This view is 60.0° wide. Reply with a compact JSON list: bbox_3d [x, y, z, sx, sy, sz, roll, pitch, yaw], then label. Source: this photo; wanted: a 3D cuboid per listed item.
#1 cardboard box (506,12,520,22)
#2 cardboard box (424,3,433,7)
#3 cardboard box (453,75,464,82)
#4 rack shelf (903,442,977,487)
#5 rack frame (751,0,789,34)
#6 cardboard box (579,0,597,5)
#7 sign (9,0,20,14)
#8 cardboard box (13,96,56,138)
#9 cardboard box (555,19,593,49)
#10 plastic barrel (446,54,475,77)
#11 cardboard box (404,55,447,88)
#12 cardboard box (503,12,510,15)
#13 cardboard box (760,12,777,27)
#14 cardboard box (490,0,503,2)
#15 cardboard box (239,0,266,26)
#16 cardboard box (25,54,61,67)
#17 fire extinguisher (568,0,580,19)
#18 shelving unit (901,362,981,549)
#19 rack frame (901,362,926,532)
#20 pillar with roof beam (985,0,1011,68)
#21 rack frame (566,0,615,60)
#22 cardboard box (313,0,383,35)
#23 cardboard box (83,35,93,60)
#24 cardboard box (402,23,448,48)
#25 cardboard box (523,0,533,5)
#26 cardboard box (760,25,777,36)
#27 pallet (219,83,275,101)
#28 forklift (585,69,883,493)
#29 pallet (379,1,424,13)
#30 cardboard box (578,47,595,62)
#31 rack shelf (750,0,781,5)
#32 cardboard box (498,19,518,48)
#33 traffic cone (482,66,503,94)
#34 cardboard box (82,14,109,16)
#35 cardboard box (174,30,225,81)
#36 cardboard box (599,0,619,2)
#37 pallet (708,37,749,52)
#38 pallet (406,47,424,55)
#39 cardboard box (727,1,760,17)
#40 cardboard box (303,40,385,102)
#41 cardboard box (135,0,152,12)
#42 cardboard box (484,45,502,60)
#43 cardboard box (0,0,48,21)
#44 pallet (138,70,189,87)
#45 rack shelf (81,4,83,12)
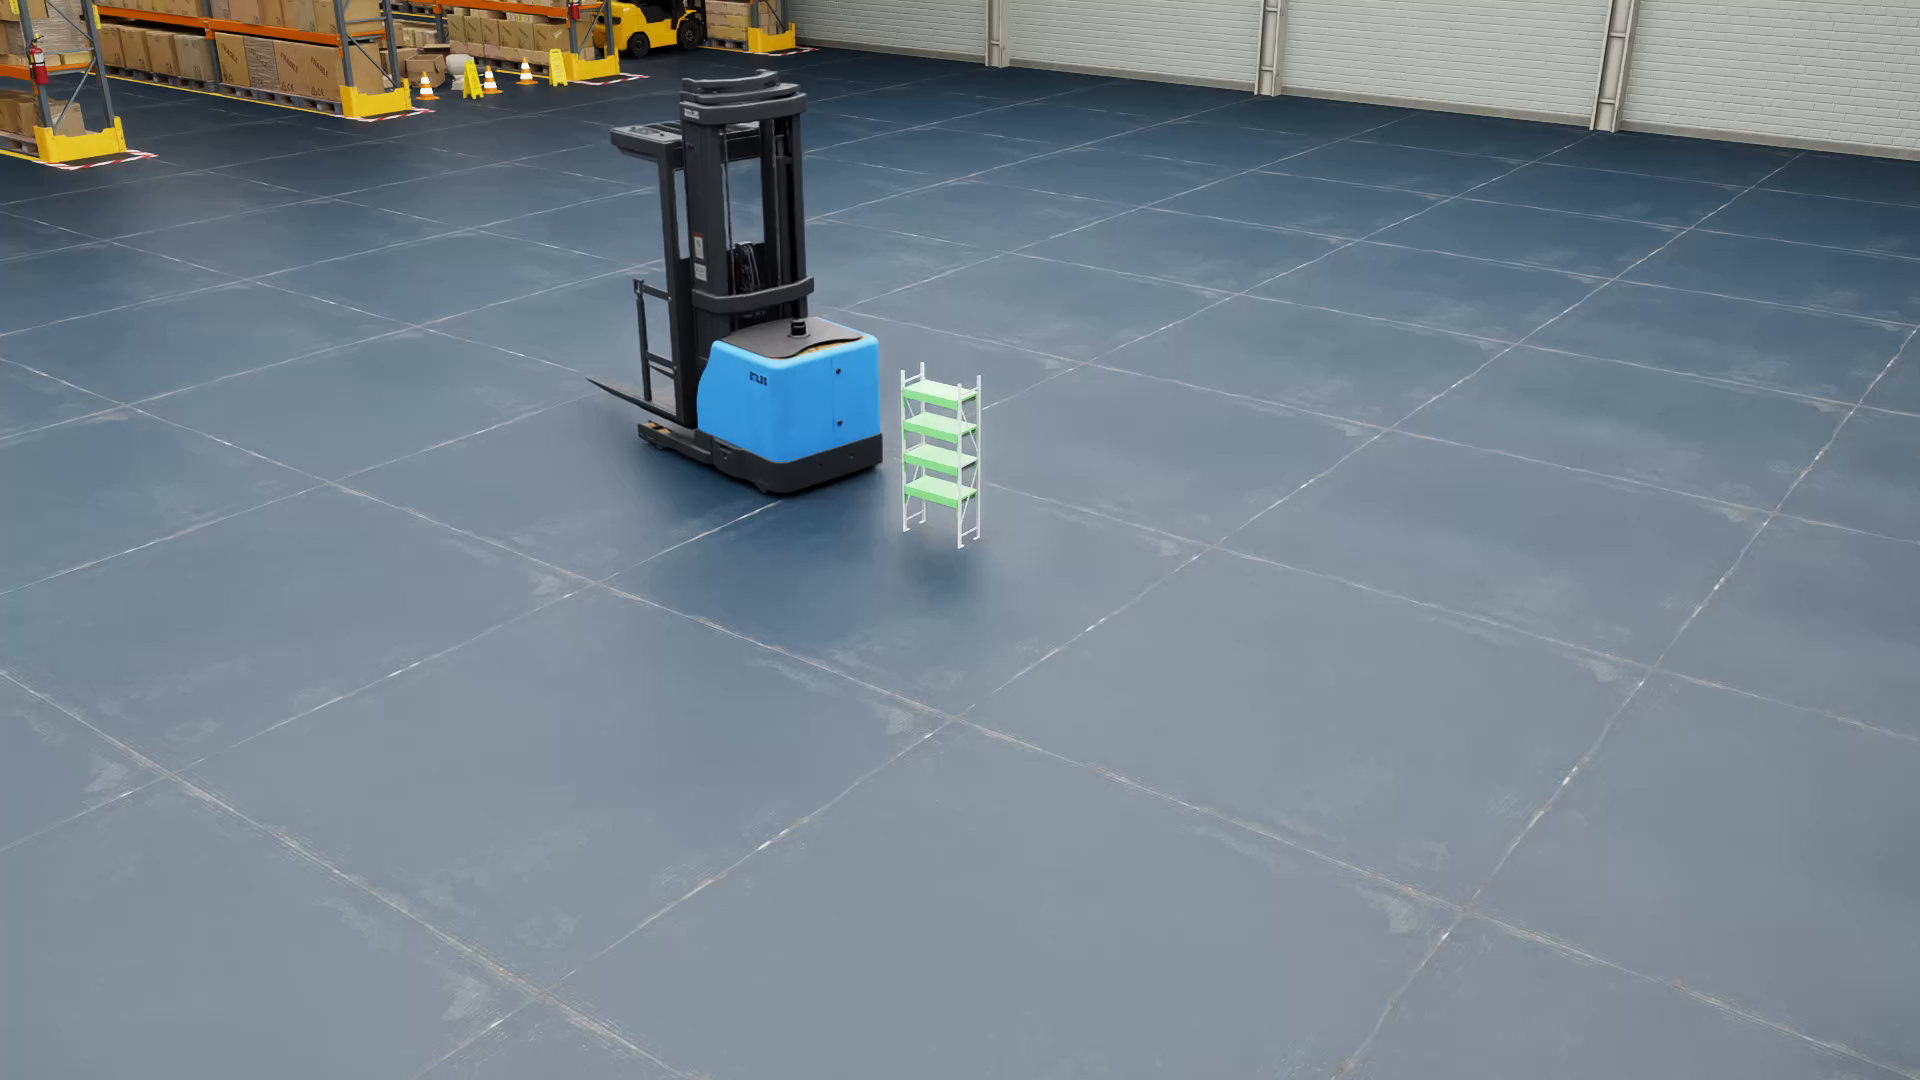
[{"bbox_3d":[-8.544,-10.133,32.182,0.250,0.149,0.380,18,30,35],"label":"cardboard box"},{"bbox_3d":[-12.947,-13.494,41.234,0.500,0.500,0.500,16,29,33],"label":"cardboard box"},{"bbox_3d":[-9.263,-8.617,31.122,0.380,0.149,0.250,-10,26,-21],"label":"cardboard box"},{"bbox_3d":[-0.132,-0.531,11.625,0.480,0.148,0.258,17,29,33],"label":"rack shelf"},{"bbox_3d":[-4.029,-11.859,34.944,0.127,3.000,1.000,17,29,33],"label":"rack frame"},{"bbox_3d":[-7.151,-10.290,31.696,0.250,0.149,0.380,17,29,33],"label":"cardboard box"},{"bbox_3d":[-13.295,-7.559,23.358,0.005,0.325,0.100,17,29,33],"label":"sign"},{"bbox_3d":[-13.935,-6.397,25.128,0.500,0.500,0.500,-17,29,-34],"label":"cardboard box"},{"bbox_3d":[-7.502,-9.823,32.284,0.500,0.500,0.500,16,28,32],"label":"cardboard box"},{"bbox_3d":[-9.564,-9.088,31.852,0.512,0.421,0.421,-5,24,-12],"label":"plastic barrel"},{"bbox_3d":[-9.927,-8.722,30.921,0.637,0.503,0.797,-1,24,-3],"label":"cardboard box"},{"bbox_3d":[-9.161,-10.322,33.415,0.500,0.500,0.500,17,29,34],"label":"cardboard box"},{"bbox_3d":[-4.281,-11.202,35.723,0.500,0.250,0.500,17,29,34],"label":"cardboard box"},{"bbox_3d":[-8.908,-10.565,32.319,0.250,0.149,0.380,17,29,33],"label":"cardboard box"},{"bbox_3d":[-11.974,-9.291,28.931,0.550,0.550,0.875,17,29,33],"label":"cardboard box"},{"bbox_3d":[-13.298,-6.946,24.107,0.250,0.149,0.380,17,29,33],"label":"cardboard box"},{"bbox_3d":[-7.188,-10.044,30.923,0.183,0.674,0.296,17,29,33],"label":"fire extinguisher"},{"bbox_3d":[-0.132,-0.589,11.599,0.503,1.200,0.258,17,29,33],"label":"shelving unit"},{"bbox_3d":[-0.328,-0.648,11.733,0.015,1.200,0.240,17,29,33],"label":"rack frame"},{"bbox_3d":[-1.826,-12.223,28.331,0.400,9.000,9.100,17,29,33],"label":"pillar with roof beam"},{"bbox_3d":[-7.003,-10.256,31.307,0.127,3.000,1.000,17,29,33],"label":"rack frame"},{"bbox_3d":[-10.215,-8.778,27.768,0.550,0.550,0.875,17,29,33],"label":"cardboard box"},{"bbox_3d":[-16.976,-9.692,32.607,0.500,0.500,0.500,17,29,33],"label":"cardboard box"},{"bbox_3d":[-11.202,-10.512,34.626,0.625,0.372,0.950,19,30,36],"label":"cardboard box"},{"bbox_3d":[-8.116,-10.310,31.740,0.250,0.149,0.380,17,29,34],"label":"cardboard box"},{"bbox_3d":[-4.305,-10.974,35.827,0.500,0.250,0.500,17,29,34],"label":"cardboard box"},{"bbox_3d":[-12.530,-8.117,29.910,1.213,0.211,1.003,17,29,33],"label":"pallet"},{"bbox_3d":[-1.973,-2.197,13.100,1.130,2.935,3.031,-21,31,-39],"label":"forklift"},{"bbox_3d":[-14.180,-13.651,42.470,1.213,0.211,1.003,17,29,33],"label":"pallet"},{"bbox_3d":[-7.483,-9.474,32.422,0.500,0.250,0.500,17,29,33],"label":"cardboard box"},{"bbox_3d":[-5.629,-12.013,36.187,4.000,0.370,1.077,17,29,33],"label":"rack shelf"},{"bbox_3d":[-8.620,-9.892,32.441,0.500,0.500,0.500,16,28,32],"label":"cardboard box"},{"bbox_3d":[-8.514,-8.343,30.111,0.334,0.463,0.336,17,29,33],"label":"traffic cone"},{"bbox_3d":[-17.105,-10.328,33.120,0.500,0.250,0.500,16,29,33],"label":"cardboard box"},{"bbox_3d":[-13.642,-8.886,30.466,0.750,0.750,1.050,17,29,33],"label":"cardboard box"},{"bbox_3d":[-7.654,-12.054,37.812,0.625,0.625,0.875,18,30,36],"label":"cardboard box"},{"bbox_3d":[-4.666,-10.754,35.896,1.213,0.211,1.003,17,29,33],"label":"pallet"},{"bbox_3d":[-10.828,-10.135,34.491,1.213,0.211,1.003,17,29,33],"label":"pallet"},{"bbox_3d":[-4.585,-11.261,35.237,0.500,0.250,0.500,18,29,35],"label":"cardboard box"},{"bbox_3d":[-10.473,-7.997,28.295,0.875,0.875,0.875,17,29,34],"label":"cardboard box"},{"bbox_3d":[-14.886,-10.054,30.725,0.500,0.500,0.500,16,29,33],"label":"cardboard box"},{"bbox_3d":[-9.034,-9.675,32.877,0.500,0.250,0.500,16,29,33],"label":"cardboard box"},{"bbox_3d":[-13.535,-7.752,23.890,0.500,0.500,0.500,17,29,33],"label":"cardboard box"},{"bbox_3d":[-14.735,-8.783,31.422,1.213,0.211,1.003,17,29,33],"label":"pallet"},{"bbox_3d":[-17.893,-10.724,33.261,4.000,0.370,1.077,17,29,33],"label":"rack shelf"}]
